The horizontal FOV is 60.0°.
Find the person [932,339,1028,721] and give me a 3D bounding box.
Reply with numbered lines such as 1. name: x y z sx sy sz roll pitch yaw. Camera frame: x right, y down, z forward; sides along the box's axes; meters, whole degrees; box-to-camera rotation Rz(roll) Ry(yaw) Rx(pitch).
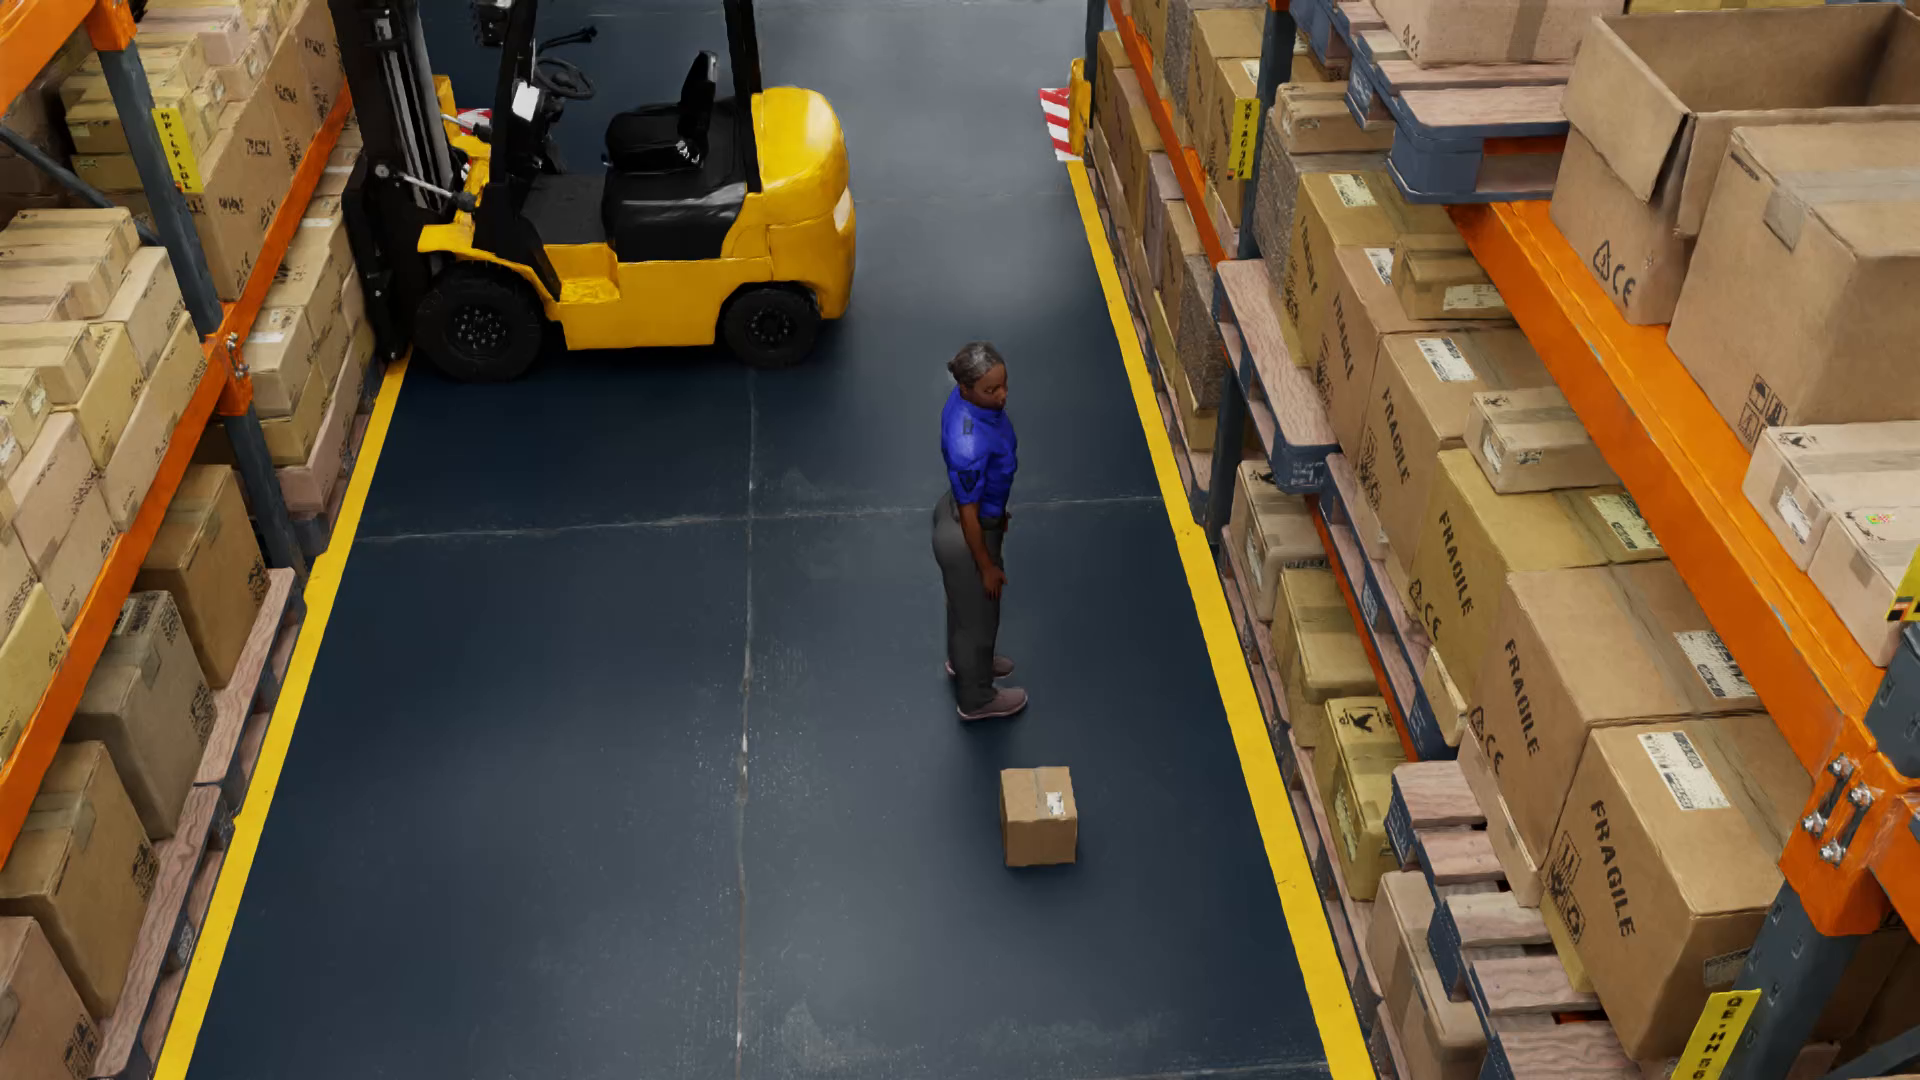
1. person: 0.084 -0.013 6.167 0.375 1.700 0.500 1 39 2
